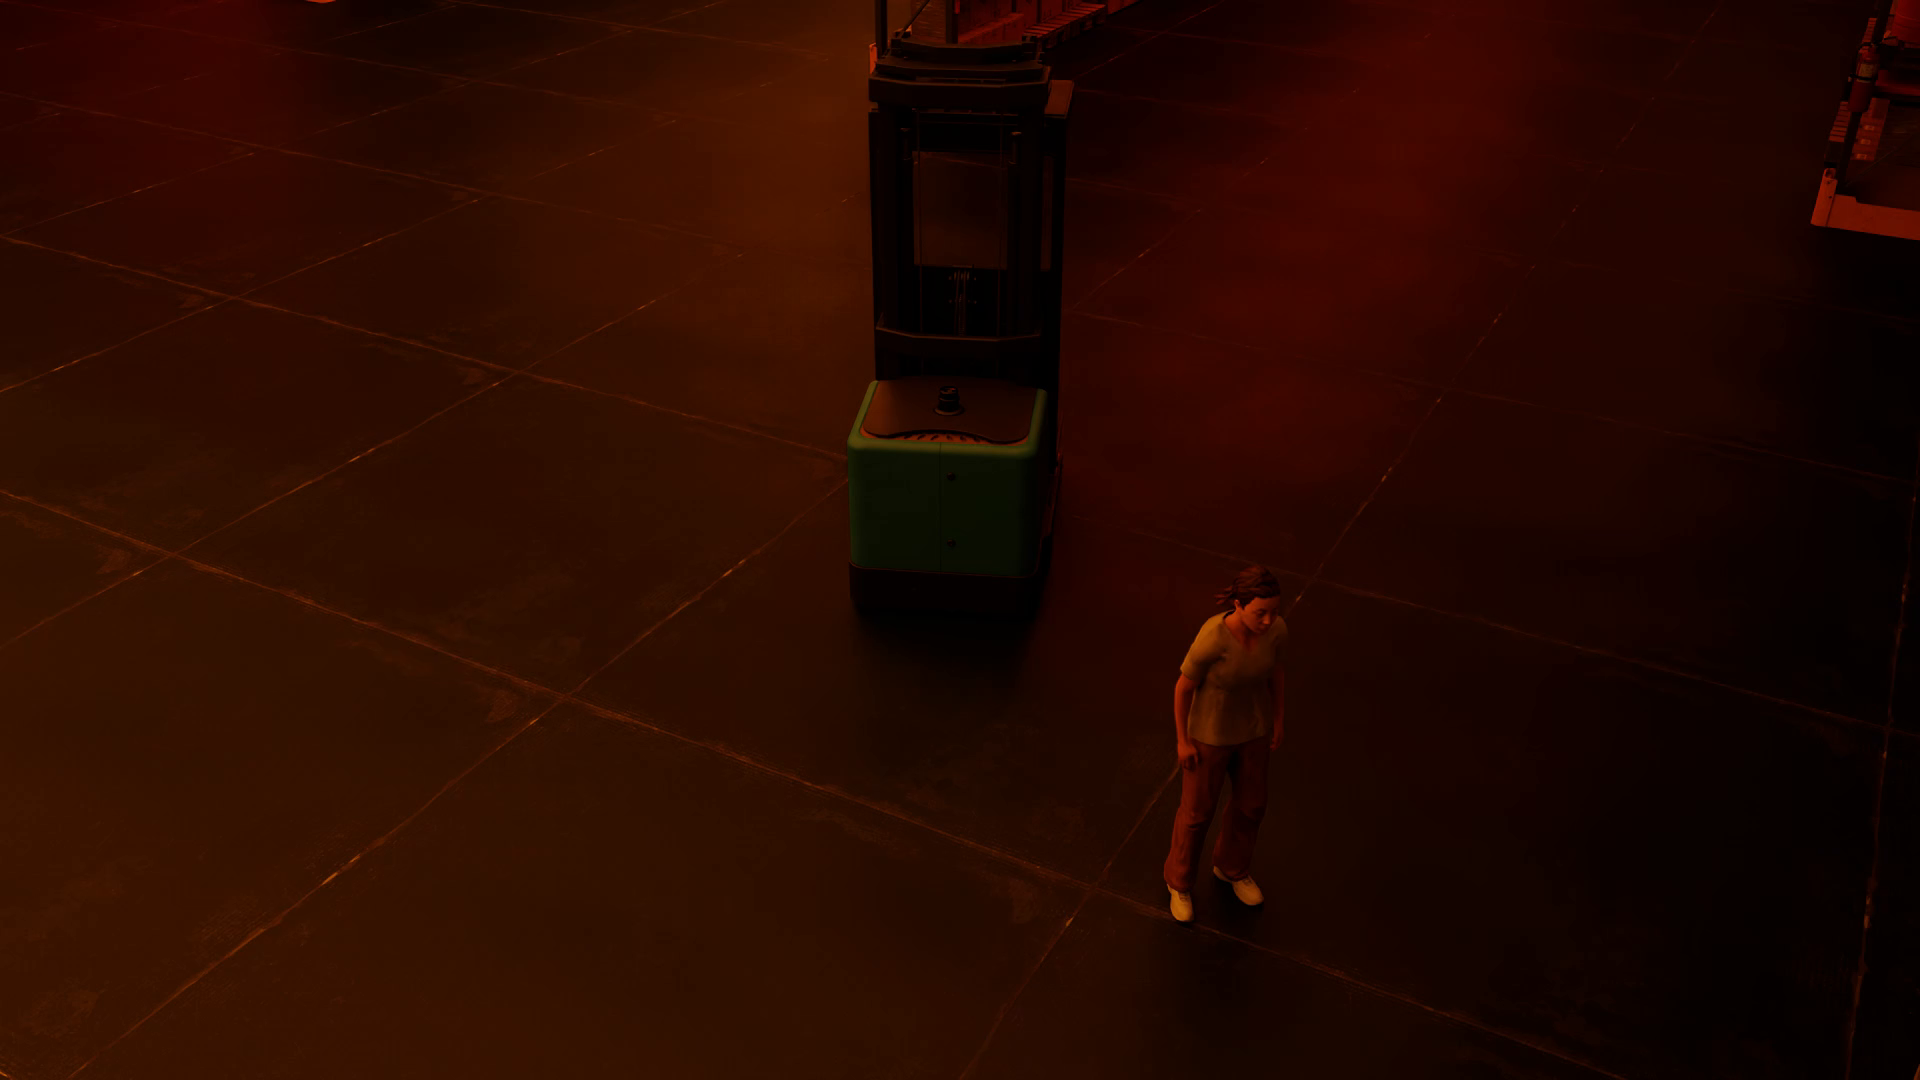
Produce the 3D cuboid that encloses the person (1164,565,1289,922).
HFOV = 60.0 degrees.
[{"bbox_3d":[1.127,0.817,6.914,0.511,1.673,0.354,-10,32,-17],"label":"person"}]

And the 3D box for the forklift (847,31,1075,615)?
[{"bbox_3d":[0.072,-1.572,9.794,1.130,2.935,3.031,3,30,6],"label":"forklift"}]
